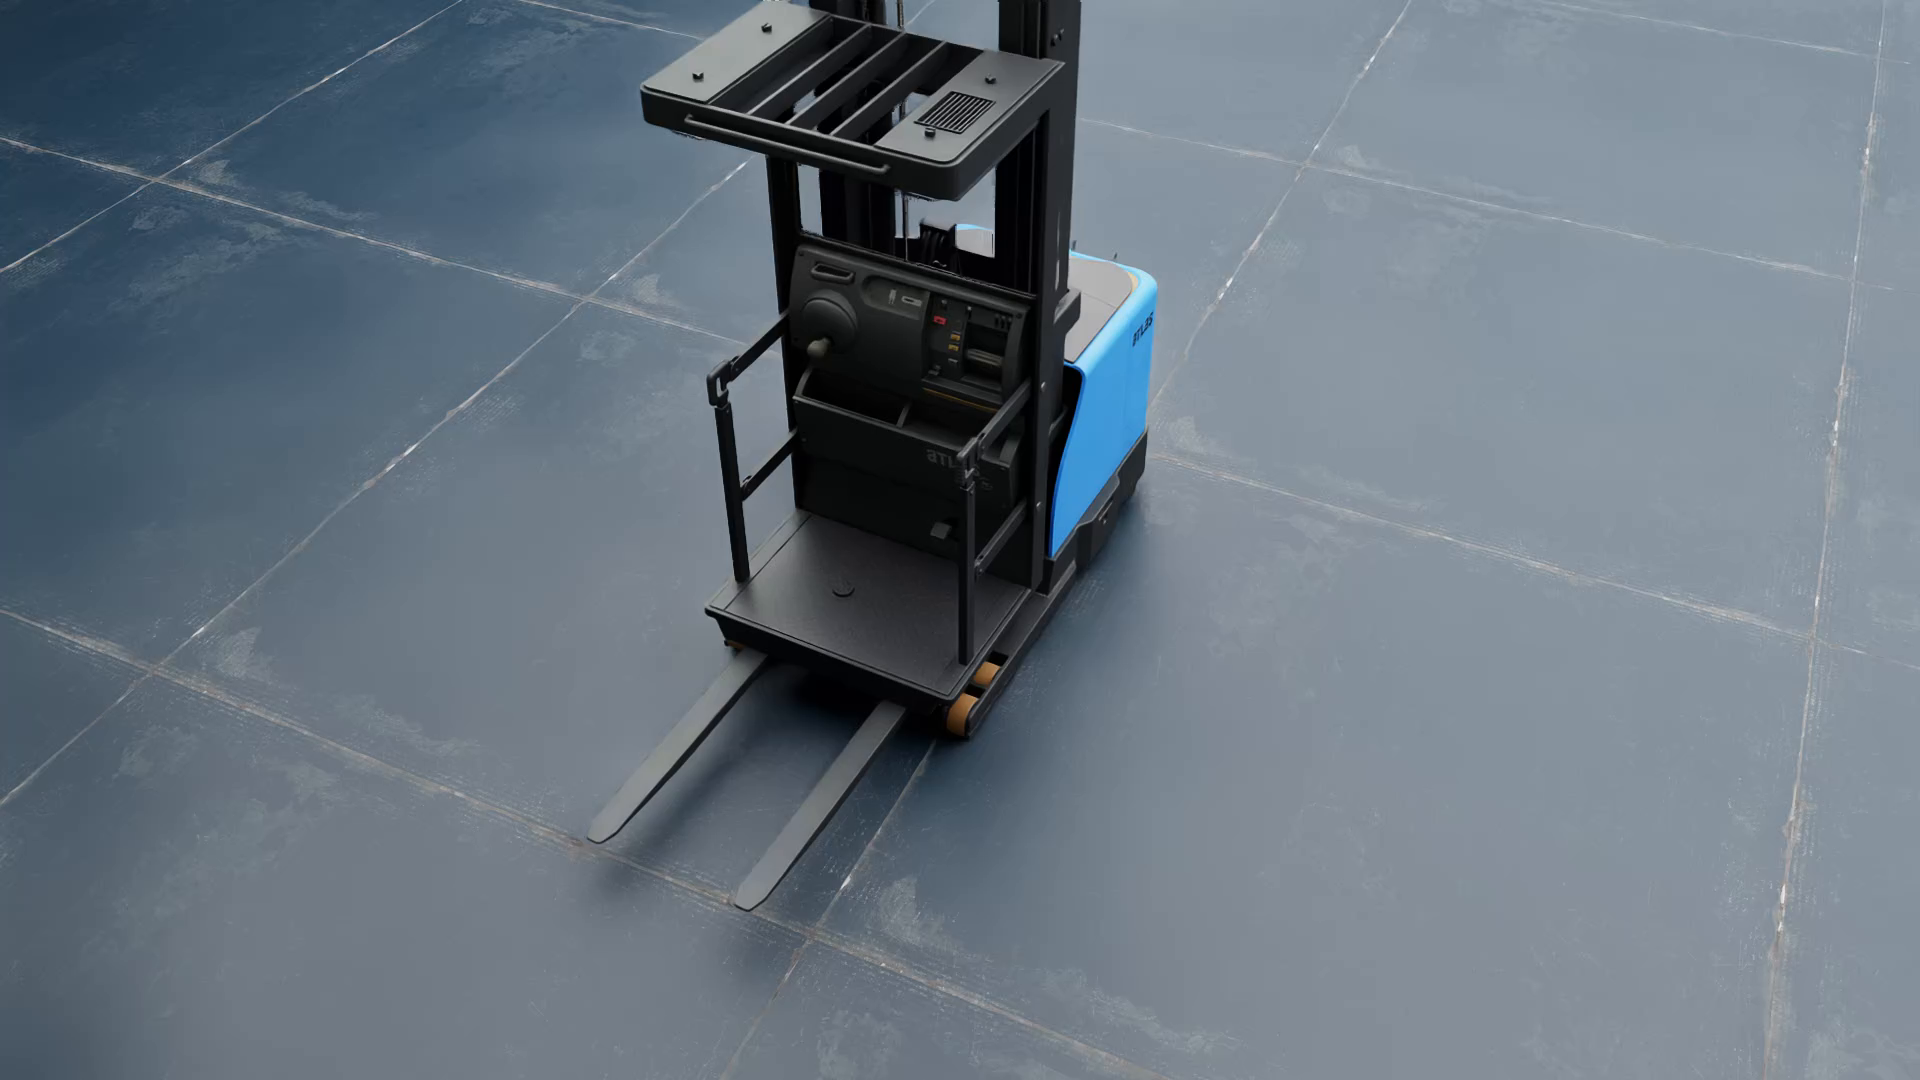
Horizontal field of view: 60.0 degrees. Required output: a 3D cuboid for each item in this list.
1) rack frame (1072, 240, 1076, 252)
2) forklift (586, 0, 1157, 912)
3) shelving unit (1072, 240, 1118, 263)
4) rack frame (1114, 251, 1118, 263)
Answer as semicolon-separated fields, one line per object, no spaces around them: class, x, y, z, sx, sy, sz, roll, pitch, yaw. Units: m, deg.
rack frame;0.446;-0.925;7.619;0.006;0.900;0.240;20;42;22
forklift;-0.294;-0.692;5.811;1.130;2.935;3.031;19;44;20
shelving unit;0.535;-0.892;7.581;0.210;0.900;0.258;20;42;22
rack frame;0.623;-0.859;7.544;0.006;0.900;0.240;20;42;22
